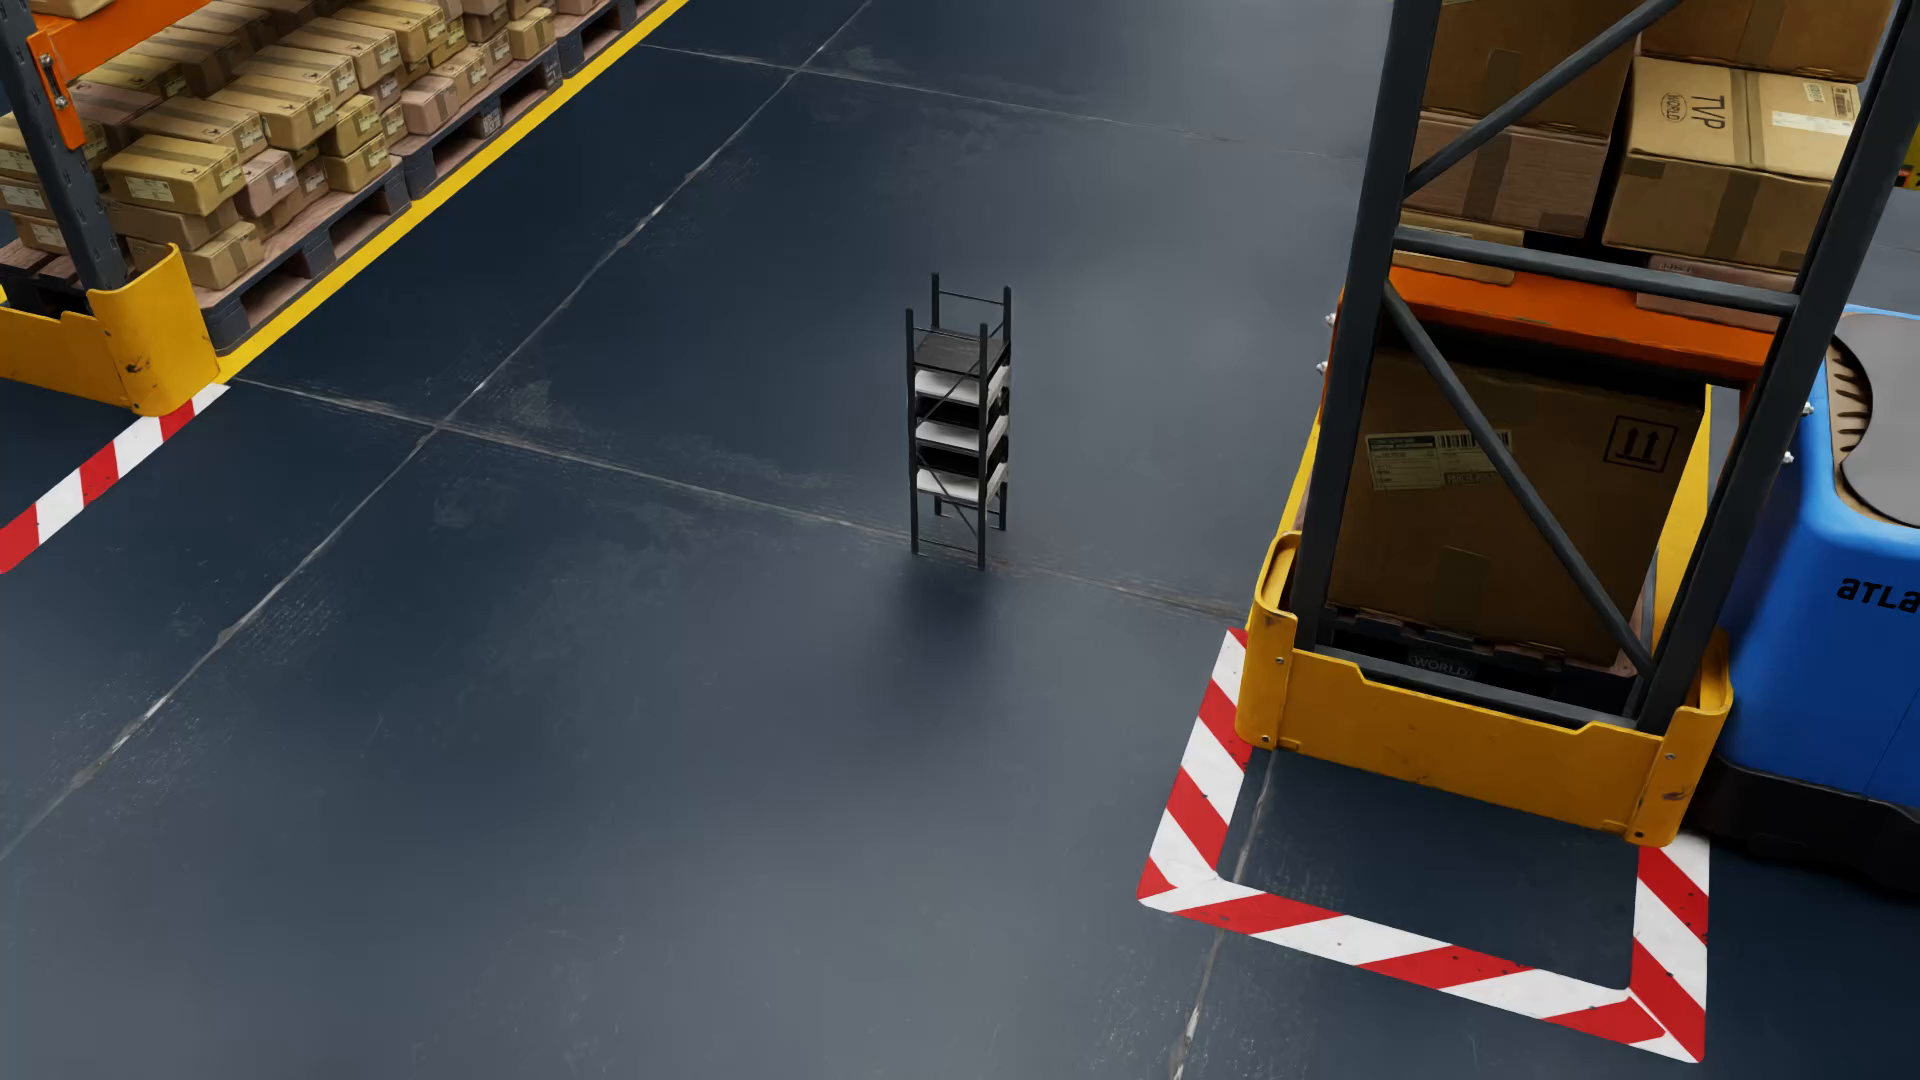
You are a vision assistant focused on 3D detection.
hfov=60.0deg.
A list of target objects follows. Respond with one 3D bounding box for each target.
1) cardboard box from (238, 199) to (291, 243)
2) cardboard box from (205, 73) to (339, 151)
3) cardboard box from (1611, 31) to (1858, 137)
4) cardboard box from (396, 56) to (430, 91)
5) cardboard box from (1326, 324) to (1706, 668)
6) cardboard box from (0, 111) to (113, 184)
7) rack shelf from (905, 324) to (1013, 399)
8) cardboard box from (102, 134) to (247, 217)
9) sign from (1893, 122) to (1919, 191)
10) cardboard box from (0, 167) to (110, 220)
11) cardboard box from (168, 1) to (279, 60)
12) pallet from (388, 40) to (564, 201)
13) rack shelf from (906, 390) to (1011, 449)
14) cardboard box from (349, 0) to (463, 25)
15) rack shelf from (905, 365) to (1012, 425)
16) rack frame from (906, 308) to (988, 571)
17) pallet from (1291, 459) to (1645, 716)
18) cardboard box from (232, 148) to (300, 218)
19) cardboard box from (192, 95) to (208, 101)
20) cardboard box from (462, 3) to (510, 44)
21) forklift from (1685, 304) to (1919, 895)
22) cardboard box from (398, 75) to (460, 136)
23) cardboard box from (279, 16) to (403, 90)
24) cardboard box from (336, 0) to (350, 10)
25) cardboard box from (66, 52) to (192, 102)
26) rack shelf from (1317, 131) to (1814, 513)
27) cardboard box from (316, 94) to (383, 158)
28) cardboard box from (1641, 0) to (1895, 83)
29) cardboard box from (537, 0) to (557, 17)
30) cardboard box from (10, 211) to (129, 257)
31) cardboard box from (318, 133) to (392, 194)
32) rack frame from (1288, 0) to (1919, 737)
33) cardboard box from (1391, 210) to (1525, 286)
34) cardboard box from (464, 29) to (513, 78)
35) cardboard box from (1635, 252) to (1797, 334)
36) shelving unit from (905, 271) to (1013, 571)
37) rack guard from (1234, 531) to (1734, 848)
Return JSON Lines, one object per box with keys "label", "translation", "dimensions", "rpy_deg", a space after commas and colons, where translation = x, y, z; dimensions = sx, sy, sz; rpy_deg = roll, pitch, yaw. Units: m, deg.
{"label": "cardboard box", "translation": [-2.771, -1.243, 6.269], "dimensions": [0.380, 0.149, 0.250], "rpy_deg": [13, 42, 15]}
{"label": "cardboard box", "translation": [-2.578, -1.607, 6.237], "dimensions": [0.380, 0.149, 0.250], "rpy_deg": [13, 42, 15]}
{"label": "cardboard box", "translation": [1.952, -1.186, 4.216], "dimensions": [0.500, 0.250, 0.500], "rpy_deg": [13, 42, 15]}
{"label": "cardboard box", "translation": [-2.451, -2.006, 6.933], "dimensions": [0.380, 0.149, 0.250], "rpy_deg": [15, 43, 17]}
{"label": "cardboard box", "translation": [1.506, -0.338, 4.649], "dimensions": [0.875, 0.875, 0.875], "rpy_deg": [13, 42, 15]}
{"label": "cardboard box", "translation": [-3.321, -1.422, 6.020], "dimensions": [0.380, 0.149, 0.250], "rpy_deg": [14, 42, 16]}
{"label": "rack shelf", "translation": [-0.003, -0.517, 4.799], "dimensions": [0.258, 0.077, 0.200], "rpy_deg": [13, 42, 15]}
{"label": "cardboard box", "translation": [-2.765, -1.287, 5.862], "dimensions": [0.380, 0.149, 0.250], "rpy_deg": [11, 42, 13]}
{"label": "sign", "translation": [1.882, -0.811, 3.162], "dimensions": [0.100, 0.325, 0.005], "rpy_deg": [13, 42, 15]}
{"label": "cardboard box", "translation": [-3.351, -1.315, 6.124], "dimensions": [0.380, 0.149, 0.250], "rpy_deg": [12, 42, 14]}
{"label": "cardboard box", "translation": [-3.024, -2.069, 6.778], "dimensions": [0.380, 0.149, 0.250], "rpy_deg": [15, 43, 17]}
{"label": "pallet", "translation": [-2.508, -1.956, 7.380], "dimensions": [1.003, 0.211, 1.213], "rpy_deg": [13, 42, 15]}
{"label": "rack shelf", "translation": [-0.003, -0.381, 4.915], "dimensions": [0.258, 0.077, 0.200], "rpy_deg": [13, 42, 15]}
{"label": "cardboard box", "translation": [-2.338, -2.269, 7.012], "dimensions": [0.380, 0.149, 0.250], "rpy_deg": [13, 42, 15]}
{"label": "rack shelf", "translation": [-0.003, -0.449, 4.857], "dimensions": [0.258, 0.077, 0.200], "rpy_deg": [13, 42, 15]}
{"label": "rack frame", "translation": [-0.038, -0.275, 4.879], "dimensions": [0.240, 0.900, 0.006], "rpy_deg": [13, 42, 15]}
{"label": "pallet", "translation": [1.563, -0.023, 5.114], "dimensions": [1.003, 0.211, 1.213], "rpy_deg": [13, 42, 15]}
{"label": "cardboard box", "translation": [-2.697, -1.347, 6.161], "dimensions": [0.380, 0.149, 0.250], "rpy_deg": [13, 42, 15]}
{"label": "cardboard box", "translation": [-2.987, -1.773, 6.661], "dimensions": [0.380, 0.149, 0.250], "rpy_deg": [13, 42, 15]}
{"label": "cardboard box", "translation": [-2.218, -2.322, 7.304], "dimensions": [0.380, 0.149, 0.250], "rpy_deg": [11, 42, 13]}
{"label": "forklift", "translation": [3.444, -0.322, 3.369], "dimensions": [3.031, 2.935, 1.130], "rpy_deg": [13, 42, 15]}
{"label": "cardboard box", "translation": [-2.338, -1.837, 6.965], "dimensions": [0.380, 0.149, 0.250], "rpy_deg": [11, 42, 13]}
{"label": "cardboard box", "translation": [-2.467, -1.944, 6.632], "dimensions": [0.380, 0.149, 0.250], "rpy_deg": [15, 43, 17]}
{"label": "cardboard box", "translation": [-2.767, -2.371, 7.132], "dimensions": [0.380, 0.149, 0.250], "rpy_deg": [13, 42, 15]}
{"label": "cardboard box", "translation": [-3.212, -1.749, 6.403], "dimensions": [0.380, 0.149, 0.250], "rpy_deg": [12, 42, 14]}
{"label": "rack shelf", "translation": [2.047, -1.525, 5.281], "dimensions": [1.077, 0.370, 4.000], "rpy_deg": [13, 42, 15]}
{"label": "cardboard box", "translation": [-2.506, -1.648, 6.514], "dimensions": [0.380, 0.149, 0.250], "rpy_deg": [15, 43, 16]}
{"label": "cardboard box", "translation": [1.952, -1.458, 3.956], "dimensions": [0.500, 0.500, 0.500], "rpy_deg": [12, 42, 14]}
{"label": "cardboard box", "translation": [-2.111, -2.492, 7.733], "dimensions": [0.380, 0.149, 0.250], "rpy_deg": [12, 42, 14]}
{"label": "cardboard box", "translation": [-3.280, -1.184, 6.199], "dimensions": [0.380, 0.149, 0.250], "rpy_deg": [14, 42, 16]}
{"label": "cardboard box", "translation": [-2.502, -1.527, 6.602], "dimensions": [0.380, 0.149, 0.250], "rpy_deg": [14, 42, 16]}
{"label": "rack frame", "translation": [1.363, -0.579, 3.617], "dimensions": [1.000, 3.000, 0.127], "rpy_deg": [13, 42, 15]}
{"label": "cardboard box", "translation": [1.175, -0.773, 4.039], "dimensions": [0.380, 0.149, 0.250], "rpy_deg": [14, 42, 16]}
{"label": "cardboard box", "translation": [-2.216, -2.166, 7.350], "dimensions": [0.380, 0.149, 0.250], "rpy_deg": [14, 42, 16]}
{"label": "cardboard box", "translation": [1.794, -0.626, 3.867], "dimensions": [0.380, 0.149, 0.250], "rpy_deg": [14, 42, 16]}
{"label": "shelving unit", "translation": [-0.003, -0.337, 4.952], "dimensions": [0.258, 0.900, 0.210], "rpy_deg": [13, 42, 15]}
{"label": "rack guard", "translation": [1.354, 0.387, 4.411], "dimensions": [1.175, 0.500, 0.348], "rpy_deg": [13, 42, 15]}
